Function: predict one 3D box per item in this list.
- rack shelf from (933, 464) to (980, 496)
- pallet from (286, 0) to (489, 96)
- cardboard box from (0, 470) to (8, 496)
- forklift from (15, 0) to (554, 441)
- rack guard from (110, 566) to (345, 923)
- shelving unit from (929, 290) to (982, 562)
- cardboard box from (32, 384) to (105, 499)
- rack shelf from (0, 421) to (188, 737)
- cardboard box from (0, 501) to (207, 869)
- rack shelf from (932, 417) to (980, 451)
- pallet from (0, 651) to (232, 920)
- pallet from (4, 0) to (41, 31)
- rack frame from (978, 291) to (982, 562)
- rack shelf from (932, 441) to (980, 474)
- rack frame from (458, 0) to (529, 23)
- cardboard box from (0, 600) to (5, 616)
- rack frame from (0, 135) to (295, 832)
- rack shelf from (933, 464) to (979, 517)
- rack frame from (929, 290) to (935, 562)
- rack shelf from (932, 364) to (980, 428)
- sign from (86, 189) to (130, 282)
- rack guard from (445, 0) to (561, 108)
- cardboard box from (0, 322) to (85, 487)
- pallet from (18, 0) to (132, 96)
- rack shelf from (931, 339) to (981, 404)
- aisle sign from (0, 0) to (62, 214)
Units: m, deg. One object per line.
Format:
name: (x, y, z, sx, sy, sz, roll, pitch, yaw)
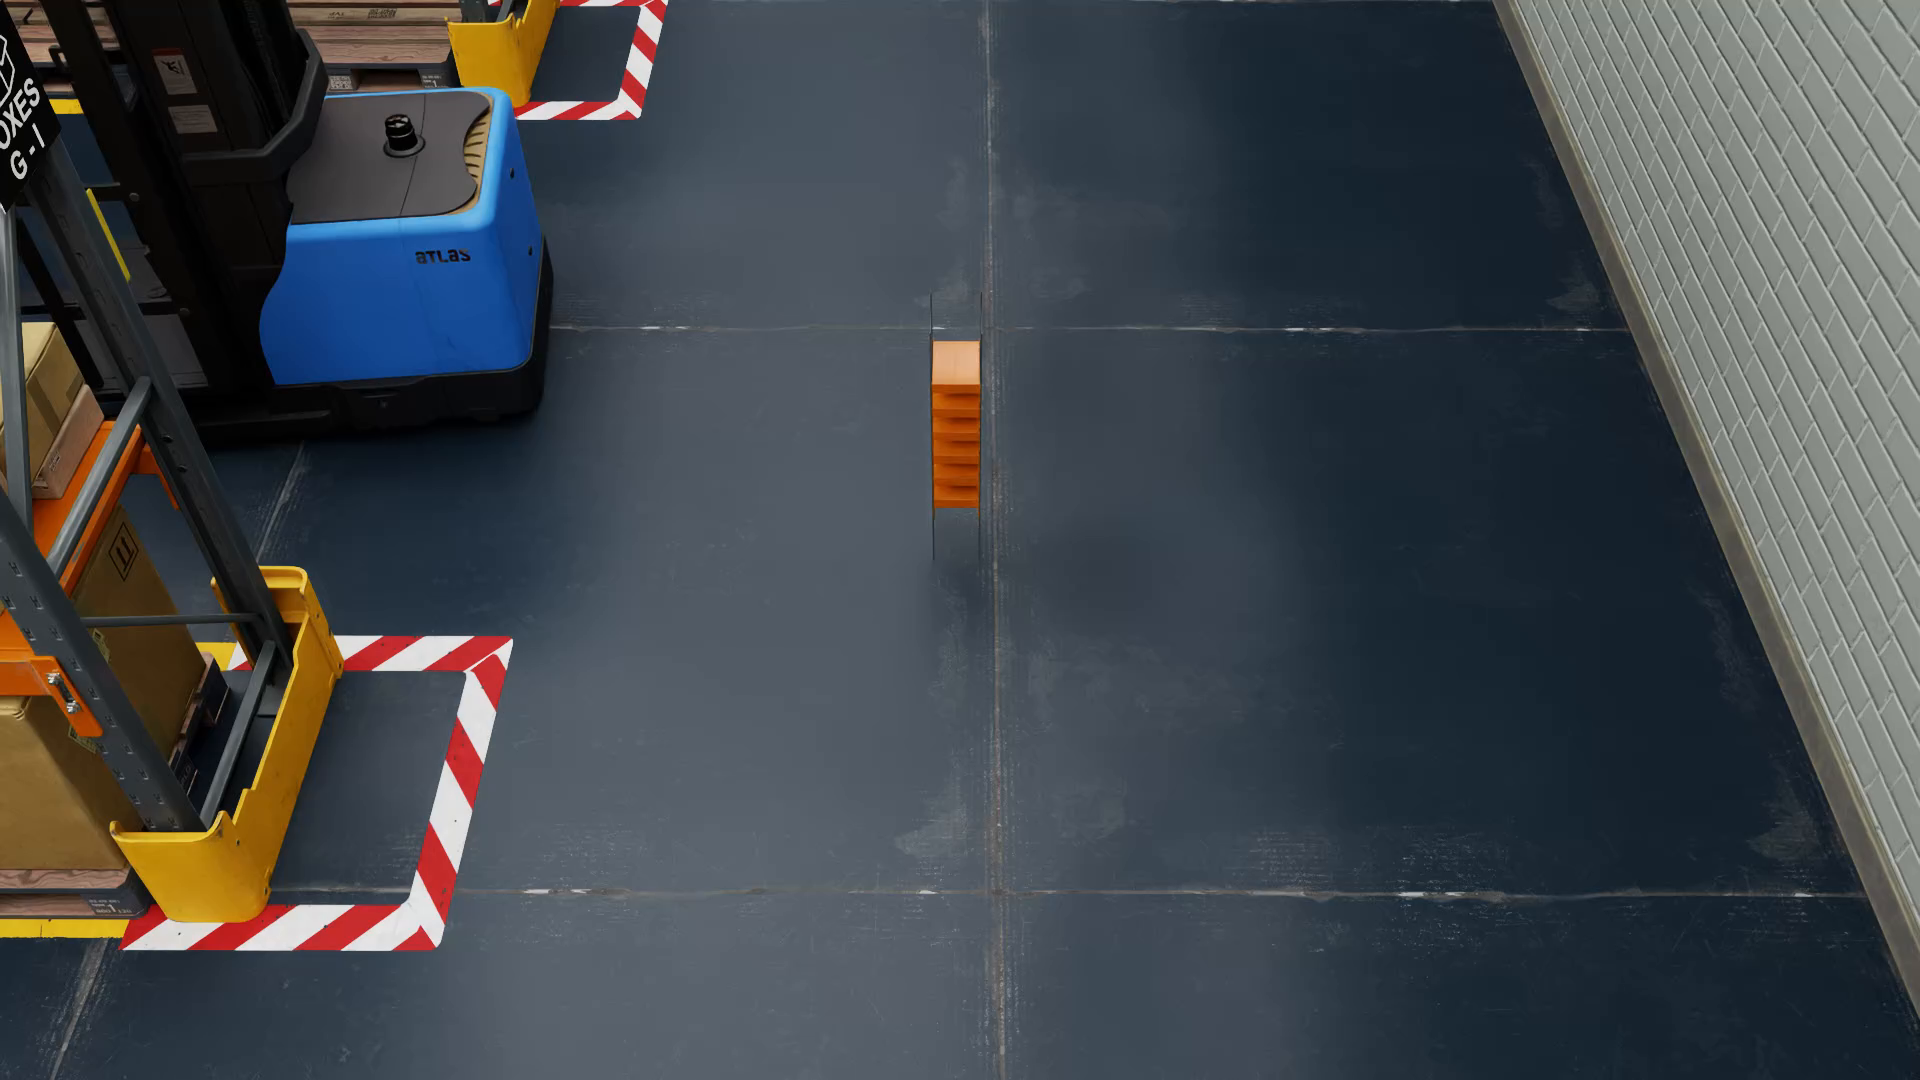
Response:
rack shelf: (-0.014, -0.297, 6.512, 0.180, 0.103, 0.258, 0, 47, 0)
pallet: (-3.366, -2.863, 9.351, 1.213, 0.211, 1.003, 0, 47, 0)
cardboard box: (-3.046, -0.014, 4.694, 0.500, 0.250, 0.500, -1, 47, 0)
forklift: (-3.391, -1.776, 6.481, 3.031, 2.935, 1.130, -4, 47, -4)
rack guard: (-2.536, 0.695, 5.842, 0.348, 0.500, 1.175, 0, 47, 0)
shelving unit: (-0.014, -0.409, 6.392, 0.189, 1.200, 0.258, 0, 47, 0)
cardboard box: (-2.914, -0.314, 5.245, 0.250, 0.149, 0.380, 1, 47, 1)
rack shelf: (-4.560, 0.083, 5.196, 4.000, 0.370, 1.077, 0, 47, 0)
cardboard box: (-3.201, 0.481, 5.499, 0.875, 0.875, 0.875, 0, 47, 0)
rack shelf: (-0.014, -0.460, 6.336, 0.180, 0.103, 0.258, 0, 47, 0)
pallet: (-3.360, 0.848, 5.897, 1.213, 0.211, 1.003, 0, 47, 0)
pallet: (-5.806, -2.869, 9.357, 1.213, 0.211, 1.003, 0, 47, 0)
rack frame: (0.077, -0.409, 6.391, 0.006, 1.200, 0.240, 0, 47, 0)
rack shelf: (-0.014, -0.379, 6.424, 0.180, 0.103, 0.258, 0, 47, 0)
rack frame: (-2.542, -3.782, 8.302, 0.127, 3.000, 1.000, 0, 47, 0)
cardboard box: (-2.918, 0.169, 4.796, 0.250, 0.149, 0.380, 1, 47, 1)
rack frame: (-2.560, -0.157, 4.927, 0.127, 3.000, 1.000, 0, 47, 0)
rack shelf: (-0.014, -0.215, 6.600, 0.180, 0.103, 0.258, 0, 47, 0)
rack frame: (-0.106, -0.409, 6.392, 0.006, 1.200, 0.240, 0, 47, 0)
rack shelf: (-0.014, -0.542, 6.248, 0.180, 0.103, 0.258, 0, 47, 0)
sign: (-2.552, -0.885, 4.960, 0.005, 0.325, 0.100, 0, 47, 0)
rack guard: (-2.518, -2.940, 9.226, 0.348, 0.500, 1.175, 0, 47, 0)
cardboard box: (-3.039, -0.406, 5.059, 0.500, 0.250, 0.500, -1, 47, -1)
pallet: (-4.583, -2.868, 9.356, 1.213, 0.211, 1.003, 0, 47, 0)
rack shelf: (-0.014, -0.624, 6.161, 0.180, 0.103, 0.258, 0, 47, 0)
aisle sign: (-2.487, -1.262, 4.180, 0.004, 0.787, 0.394, 0, 47, 0)
